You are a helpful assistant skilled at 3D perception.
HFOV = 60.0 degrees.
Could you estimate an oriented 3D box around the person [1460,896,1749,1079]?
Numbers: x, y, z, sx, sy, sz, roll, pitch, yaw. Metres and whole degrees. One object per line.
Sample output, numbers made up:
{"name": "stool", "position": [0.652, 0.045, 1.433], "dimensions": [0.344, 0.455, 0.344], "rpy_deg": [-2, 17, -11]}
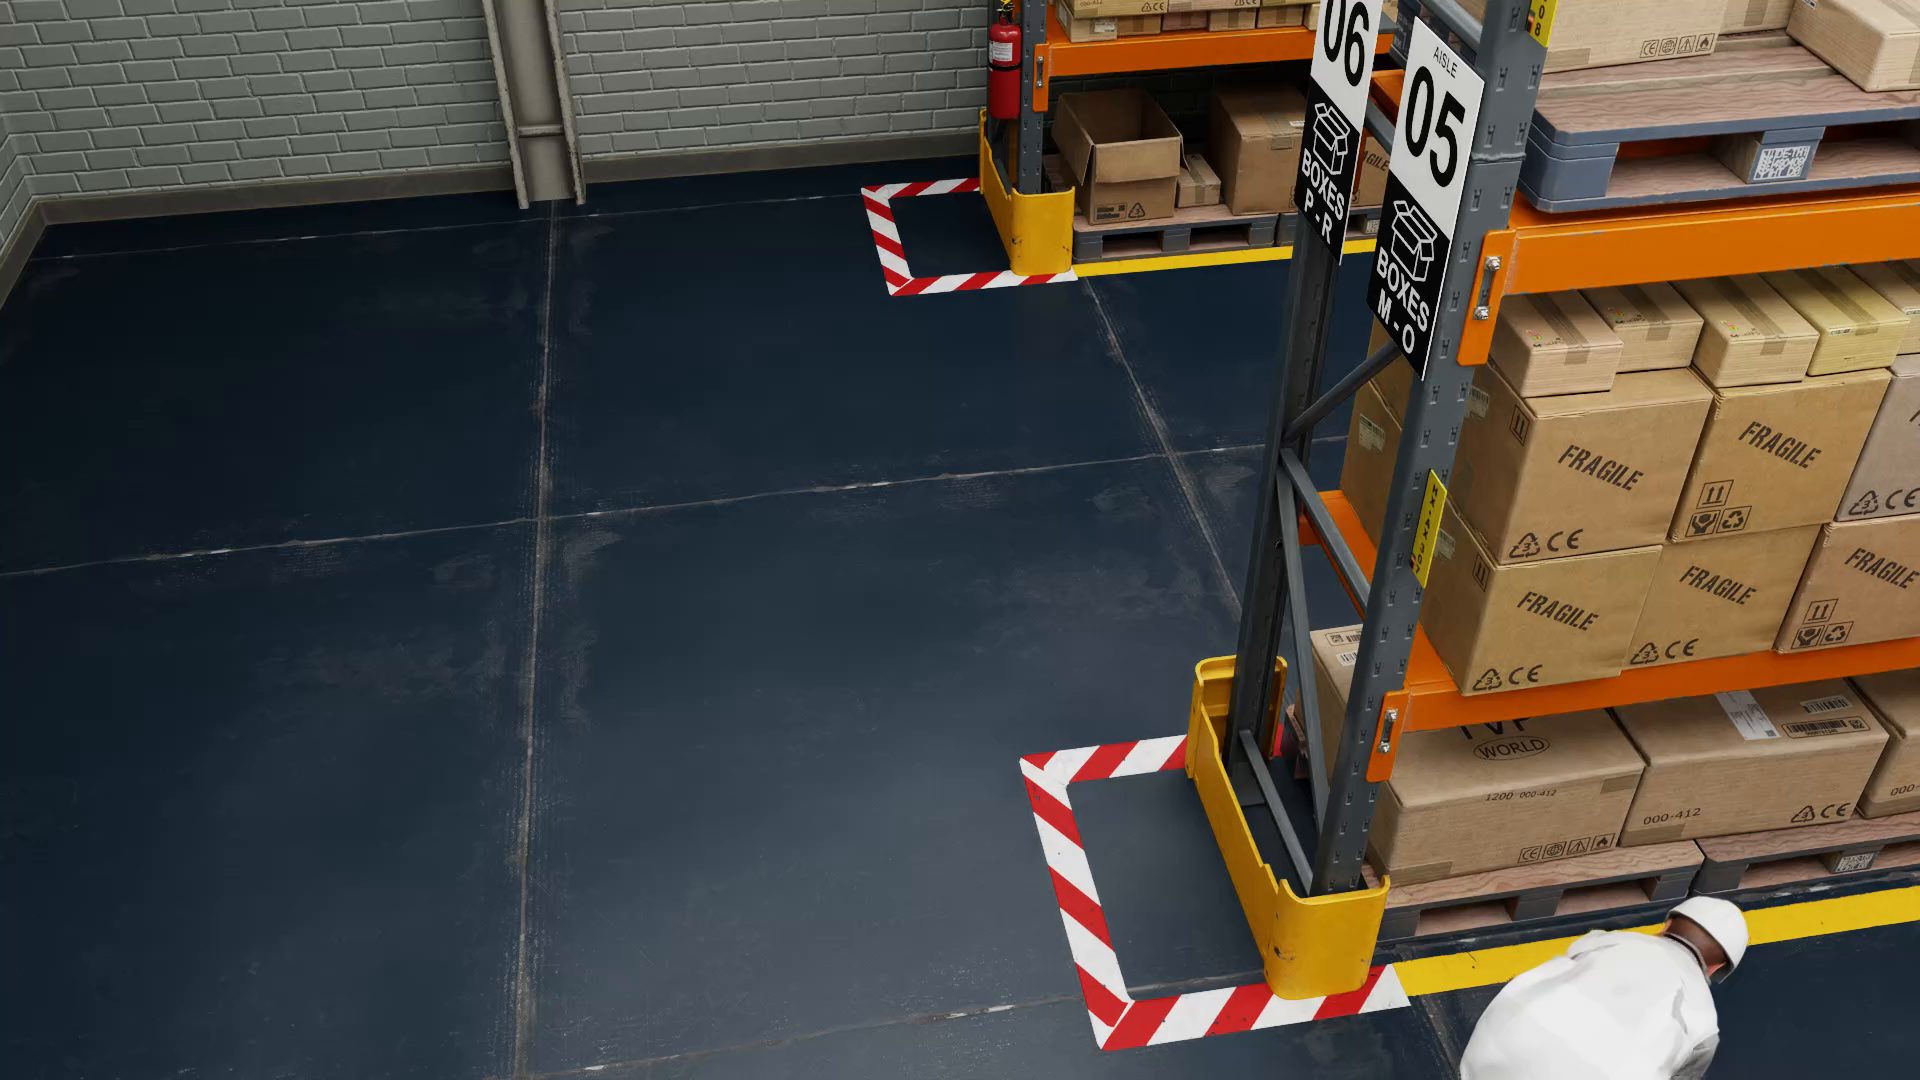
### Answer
{"name": "person", "position": [1.791, 1.542, 4.727], "dimensions": [1.013, 1.100, 0.467], "rpy_deg": [-26, 45, -29]}
